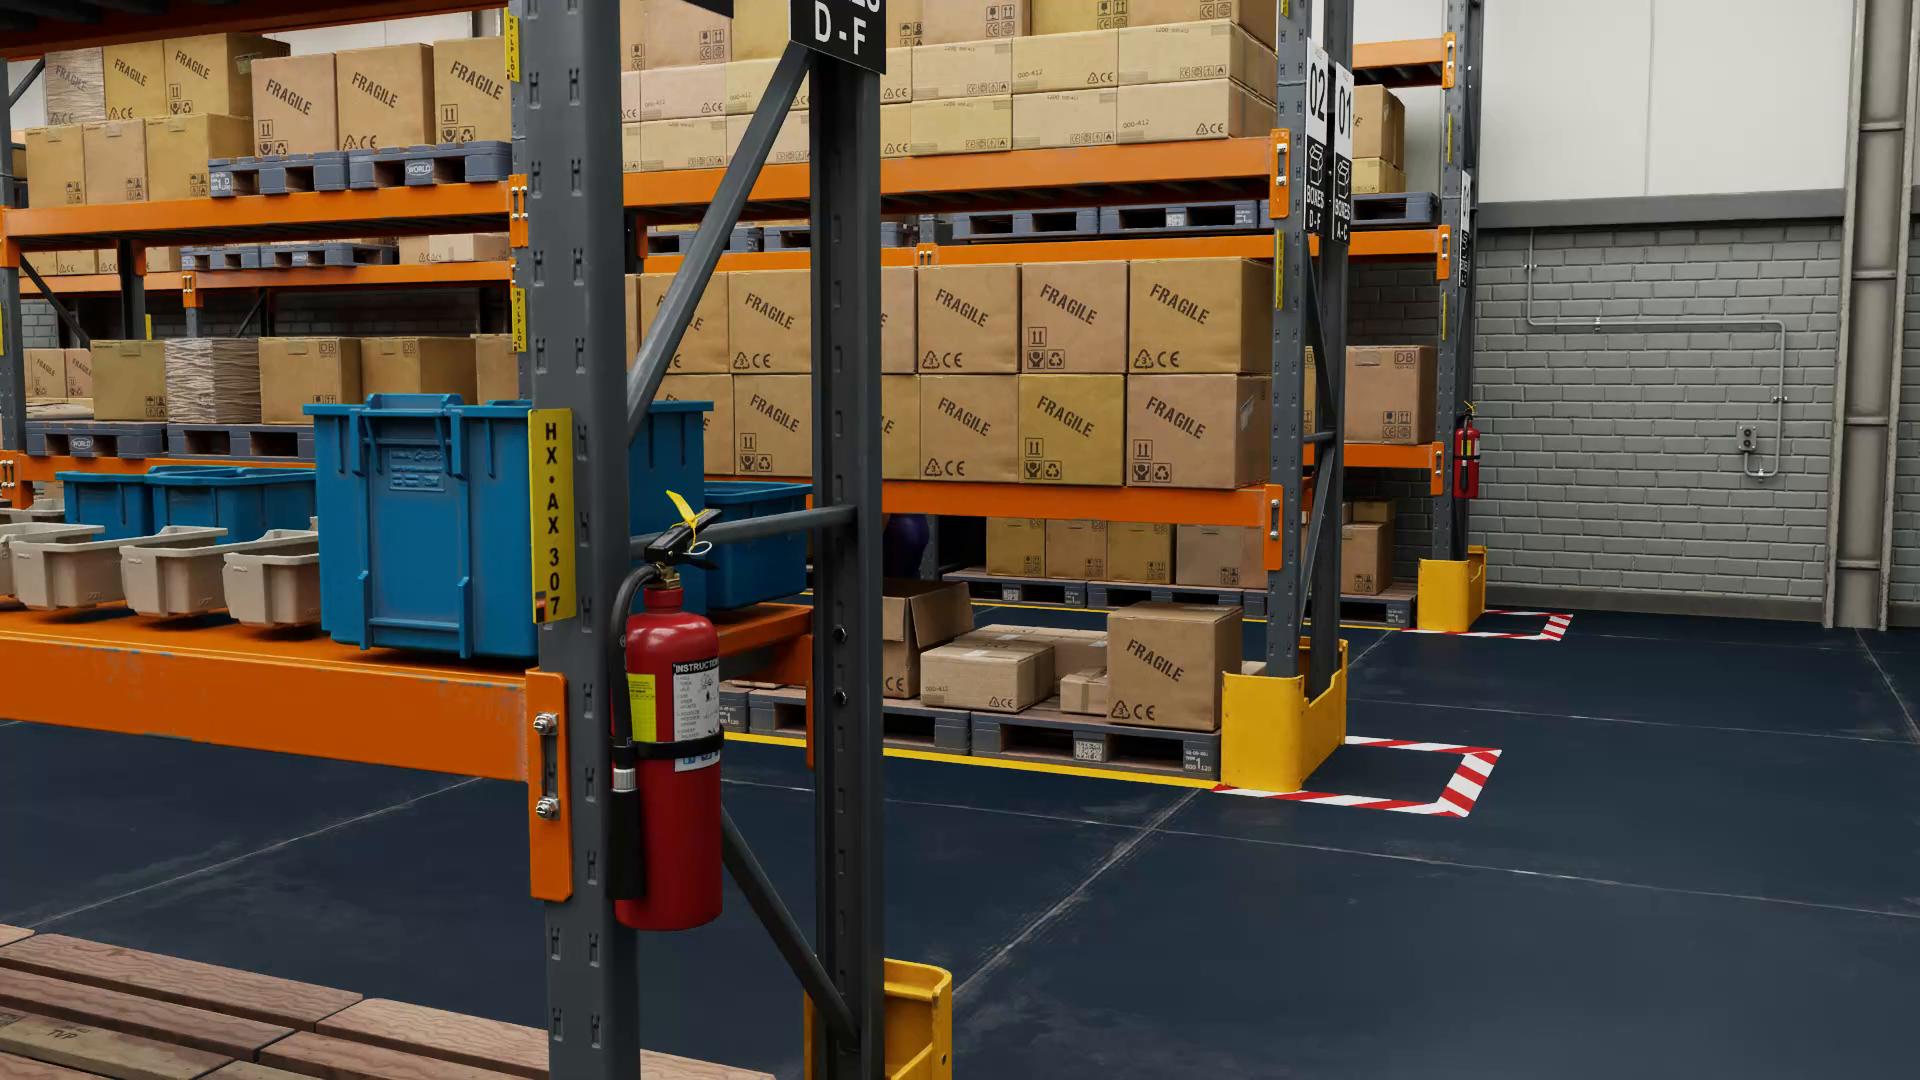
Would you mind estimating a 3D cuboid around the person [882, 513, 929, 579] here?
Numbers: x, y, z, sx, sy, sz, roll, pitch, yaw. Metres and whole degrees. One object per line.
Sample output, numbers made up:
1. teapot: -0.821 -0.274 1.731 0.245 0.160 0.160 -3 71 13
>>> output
1. person: -0.399 -0.037 10.198 0.372 1.650 0.557 2 6 20
